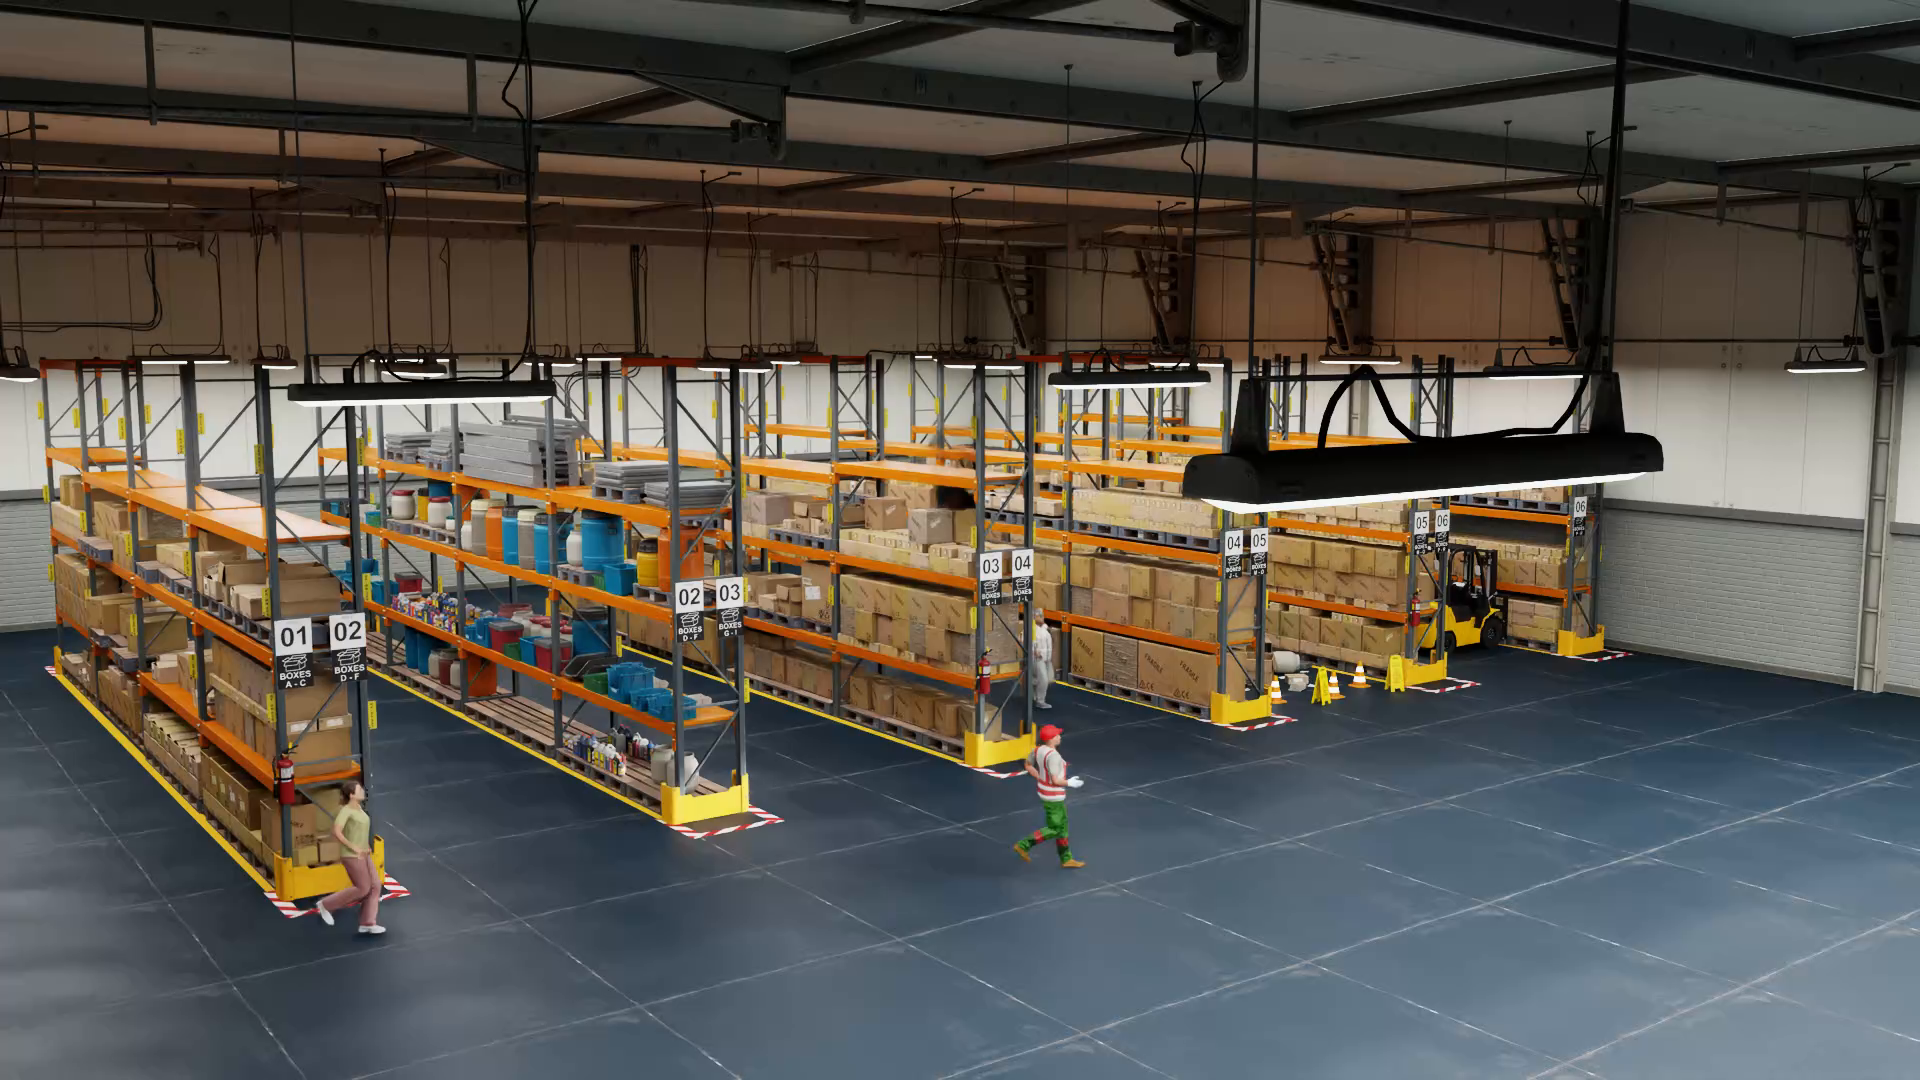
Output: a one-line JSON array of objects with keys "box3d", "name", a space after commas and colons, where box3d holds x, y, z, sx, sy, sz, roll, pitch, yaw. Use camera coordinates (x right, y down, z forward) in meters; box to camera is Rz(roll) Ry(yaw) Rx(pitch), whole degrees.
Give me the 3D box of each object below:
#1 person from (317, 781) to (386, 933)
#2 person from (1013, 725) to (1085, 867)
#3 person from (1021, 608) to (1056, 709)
[{"box3d": [-6.518, 3.386, 17.922, 0.724, 1.605, 0.627, 0, 7, -3], "name": "person"}, {"box3d": [1.059, 3.074, 19.836, 0.928, 1.779, 0.658, -2, 7, -16], "name": "person"}, {"box3d": [1.341, 2.024, 28.746, 0.654, 1.728, 0.664, 7, 9, 43], "name": "person"}]
